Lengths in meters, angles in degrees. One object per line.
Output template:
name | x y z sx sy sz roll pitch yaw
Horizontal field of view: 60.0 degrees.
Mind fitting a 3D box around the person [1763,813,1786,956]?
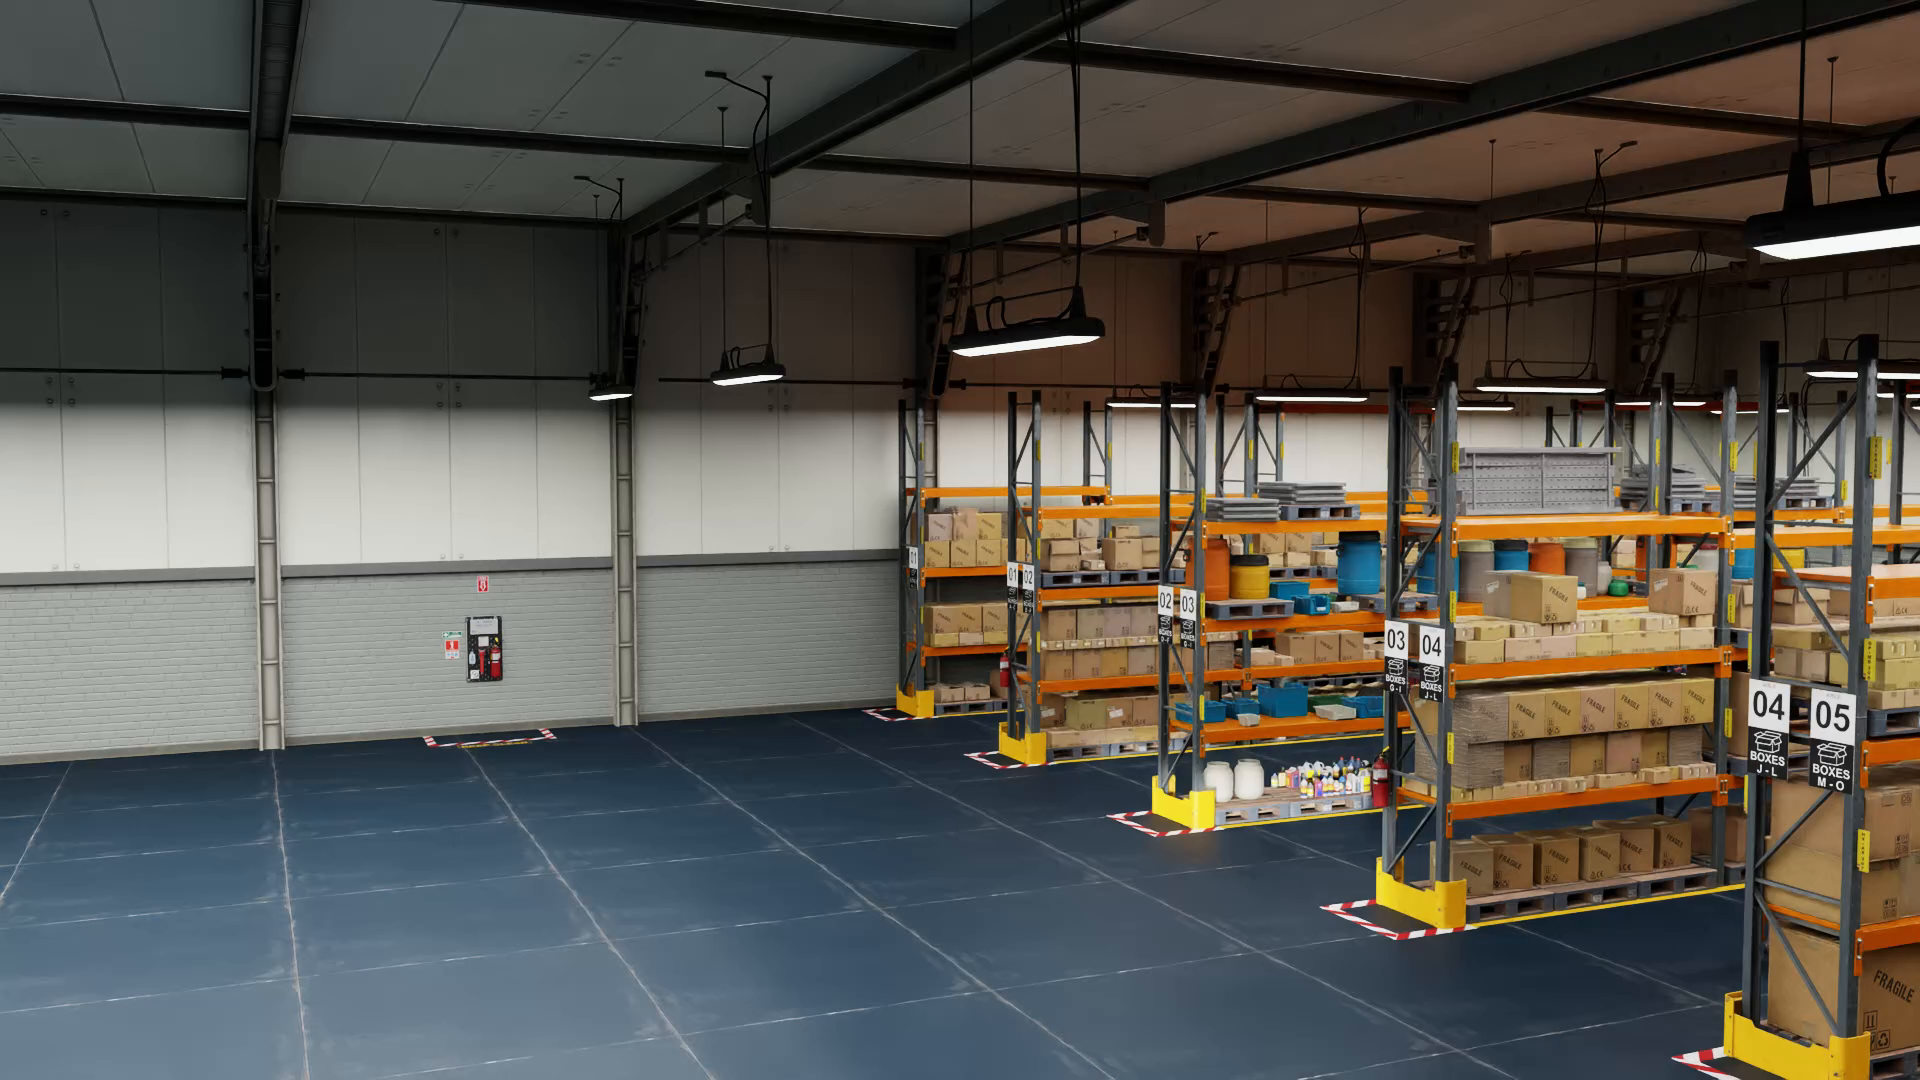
person | 8.145 3.343 16.514 0.537 1.719 0.566 -1 4 -23

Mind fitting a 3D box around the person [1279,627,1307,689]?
person | 6.257 2.417 31.805 1.085 1.708 0.593 -1 3 -14
